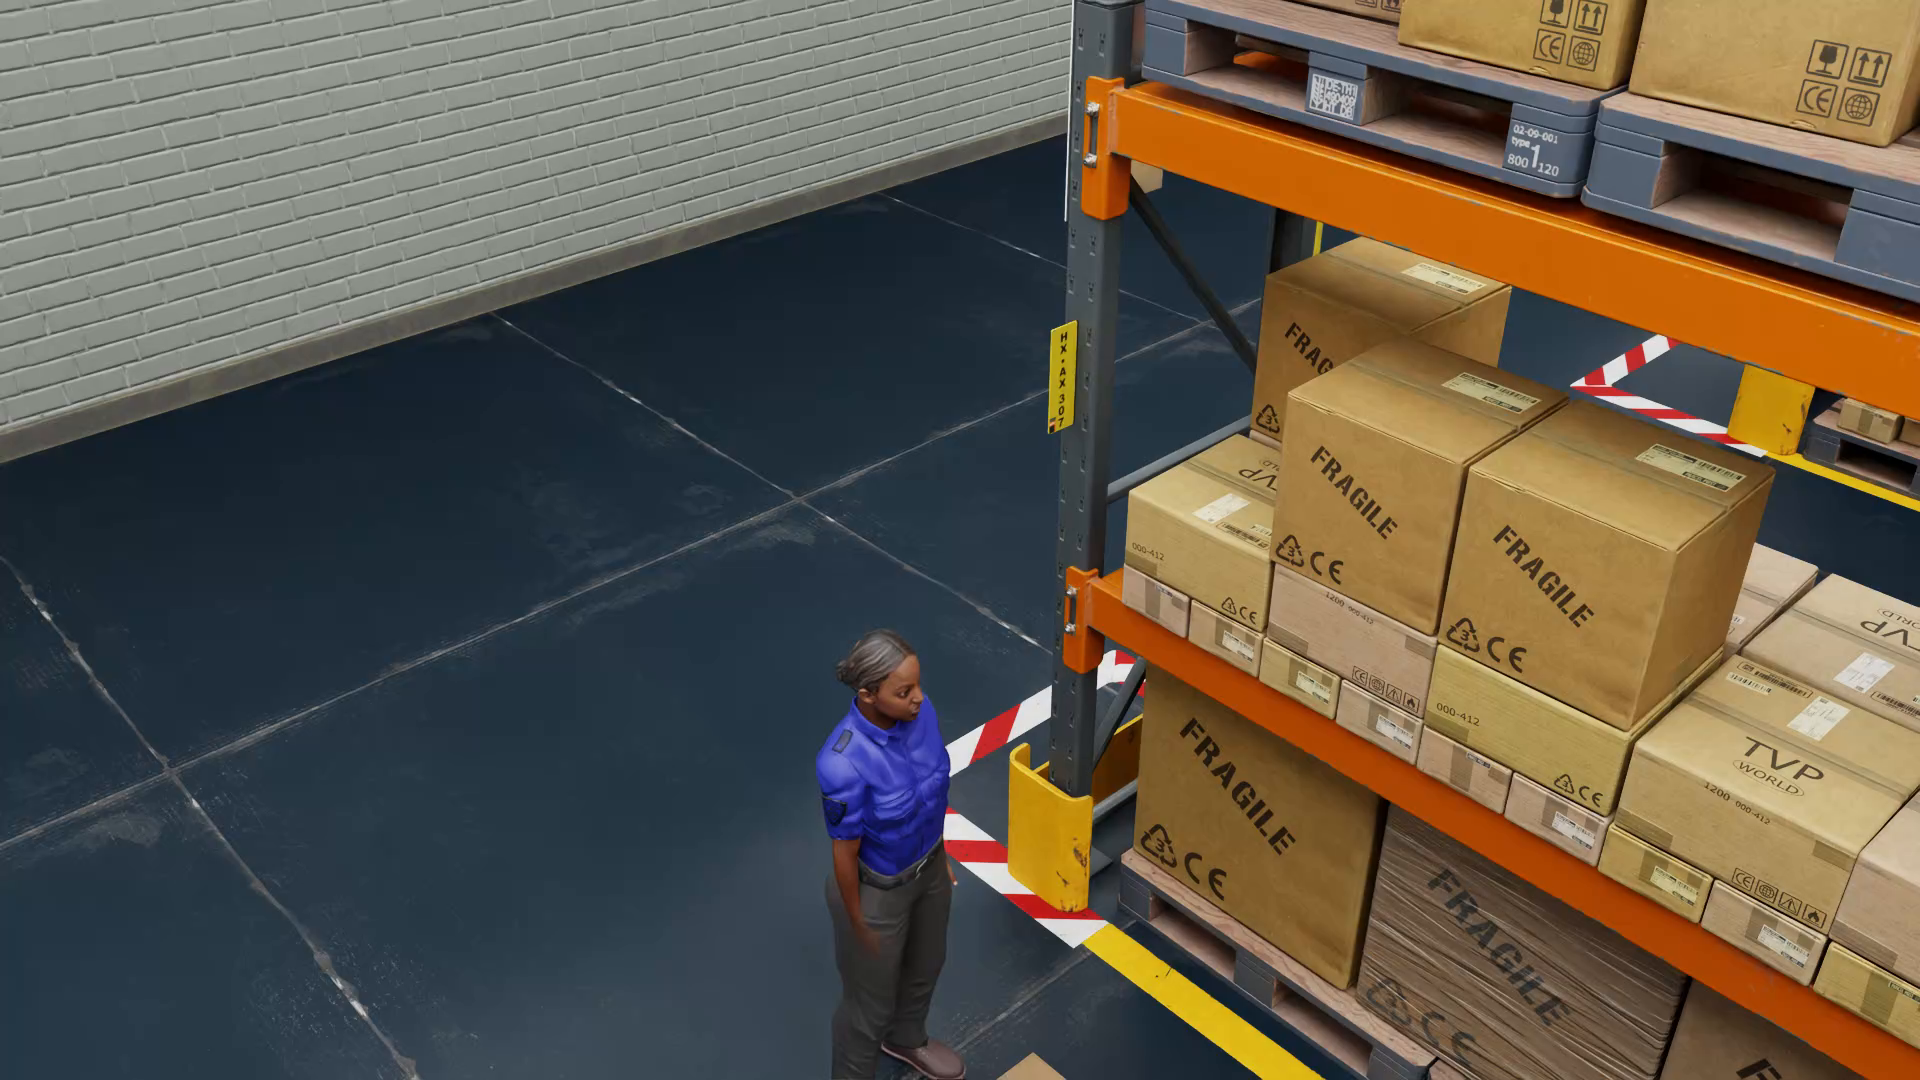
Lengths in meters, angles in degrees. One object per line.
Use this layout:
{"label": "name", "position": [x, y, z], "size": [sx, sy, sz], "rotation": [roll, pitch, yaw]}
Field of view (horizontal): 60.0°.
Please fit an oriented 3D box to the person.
{"label": "person", "position": [-0.182, 0.949, 4.623], "size": [0.307, 1.661, 0.438], "rotation": [20, 37, 29]}
